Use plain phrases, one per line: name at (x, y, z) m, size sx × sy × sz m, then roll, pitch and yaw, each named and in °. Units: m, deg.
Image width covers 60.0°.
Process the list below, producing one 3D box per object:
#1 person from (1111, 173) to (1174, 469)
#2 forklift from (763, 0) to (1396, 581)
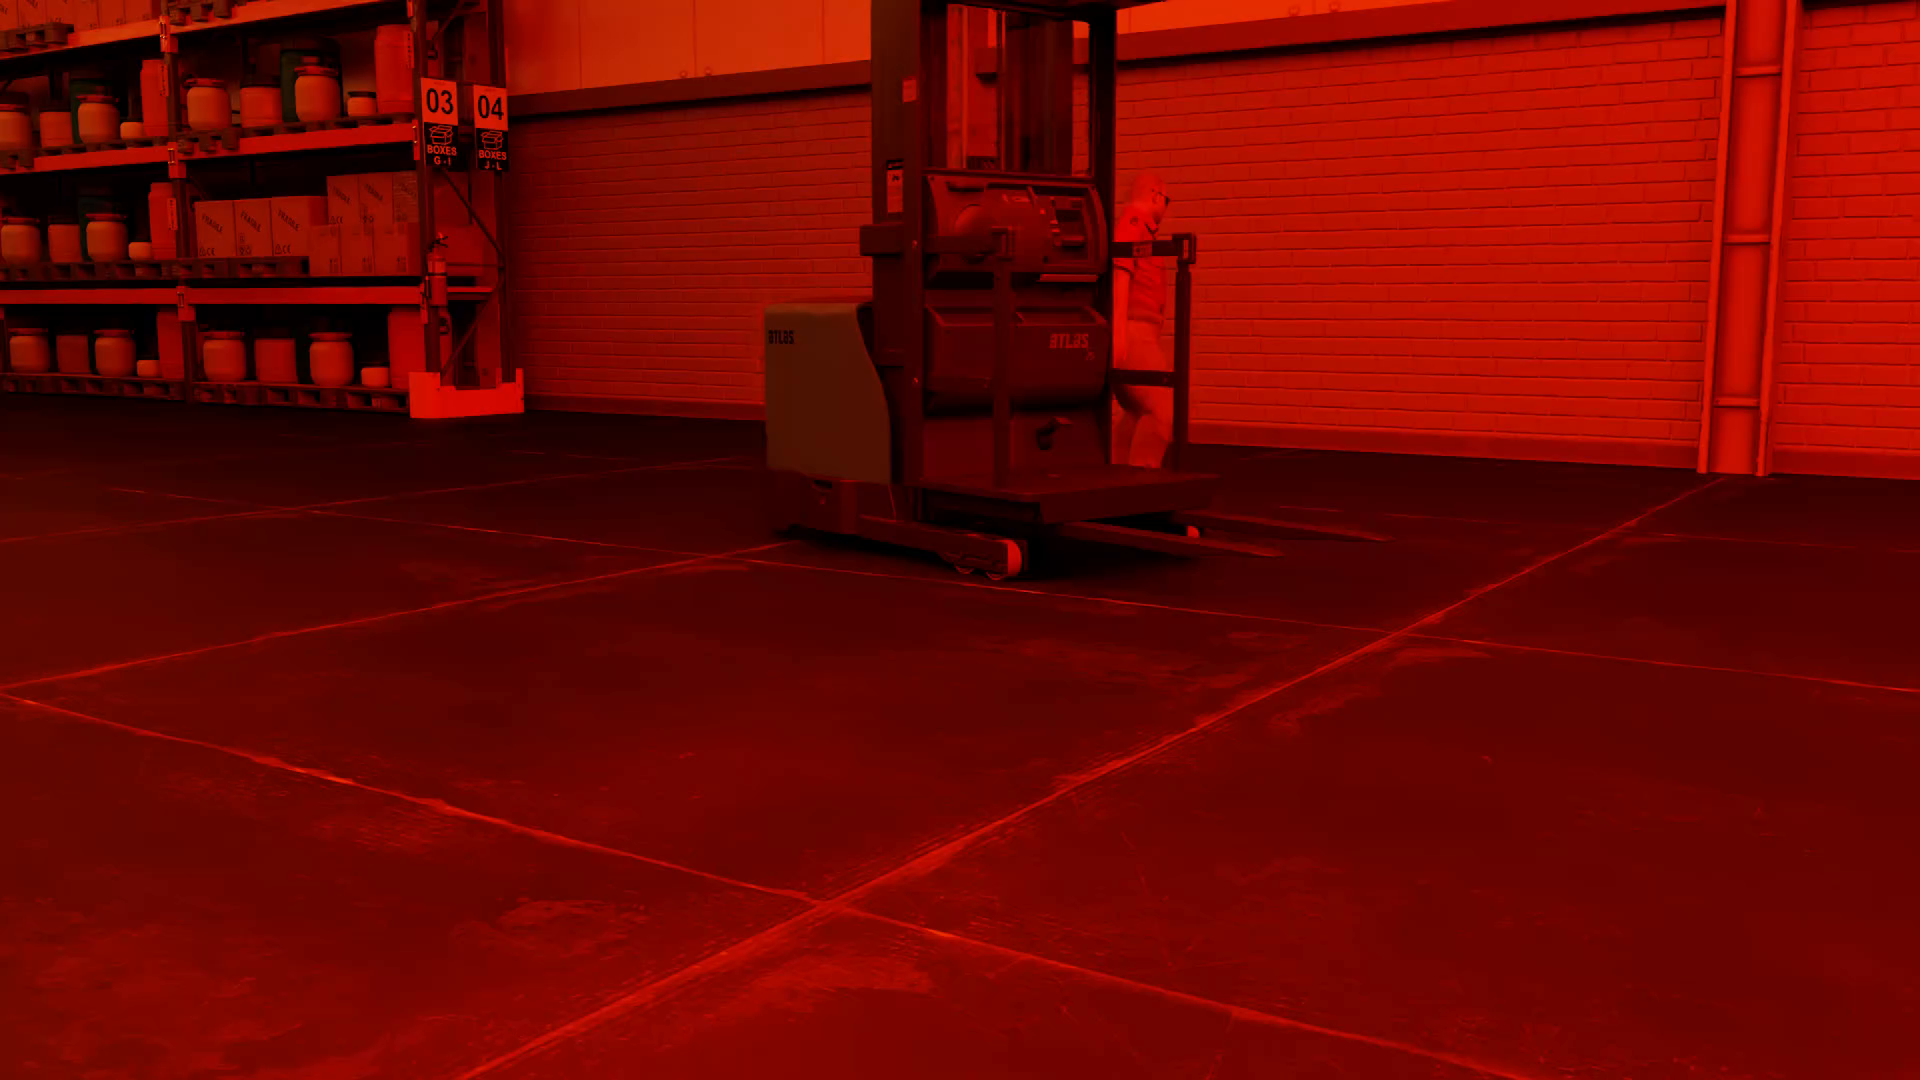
person at (0.909, -0.993, 8.369) m, size 0.480 × 1.686 × 0.817 m, roll 0°, pitch 8°, yaw 3°
forklift at (0.383, -1.370, 6.829) m, size 1.130 × 2.935 × 3.031 m, roll -6°, pitch 10°, yaw -38°
